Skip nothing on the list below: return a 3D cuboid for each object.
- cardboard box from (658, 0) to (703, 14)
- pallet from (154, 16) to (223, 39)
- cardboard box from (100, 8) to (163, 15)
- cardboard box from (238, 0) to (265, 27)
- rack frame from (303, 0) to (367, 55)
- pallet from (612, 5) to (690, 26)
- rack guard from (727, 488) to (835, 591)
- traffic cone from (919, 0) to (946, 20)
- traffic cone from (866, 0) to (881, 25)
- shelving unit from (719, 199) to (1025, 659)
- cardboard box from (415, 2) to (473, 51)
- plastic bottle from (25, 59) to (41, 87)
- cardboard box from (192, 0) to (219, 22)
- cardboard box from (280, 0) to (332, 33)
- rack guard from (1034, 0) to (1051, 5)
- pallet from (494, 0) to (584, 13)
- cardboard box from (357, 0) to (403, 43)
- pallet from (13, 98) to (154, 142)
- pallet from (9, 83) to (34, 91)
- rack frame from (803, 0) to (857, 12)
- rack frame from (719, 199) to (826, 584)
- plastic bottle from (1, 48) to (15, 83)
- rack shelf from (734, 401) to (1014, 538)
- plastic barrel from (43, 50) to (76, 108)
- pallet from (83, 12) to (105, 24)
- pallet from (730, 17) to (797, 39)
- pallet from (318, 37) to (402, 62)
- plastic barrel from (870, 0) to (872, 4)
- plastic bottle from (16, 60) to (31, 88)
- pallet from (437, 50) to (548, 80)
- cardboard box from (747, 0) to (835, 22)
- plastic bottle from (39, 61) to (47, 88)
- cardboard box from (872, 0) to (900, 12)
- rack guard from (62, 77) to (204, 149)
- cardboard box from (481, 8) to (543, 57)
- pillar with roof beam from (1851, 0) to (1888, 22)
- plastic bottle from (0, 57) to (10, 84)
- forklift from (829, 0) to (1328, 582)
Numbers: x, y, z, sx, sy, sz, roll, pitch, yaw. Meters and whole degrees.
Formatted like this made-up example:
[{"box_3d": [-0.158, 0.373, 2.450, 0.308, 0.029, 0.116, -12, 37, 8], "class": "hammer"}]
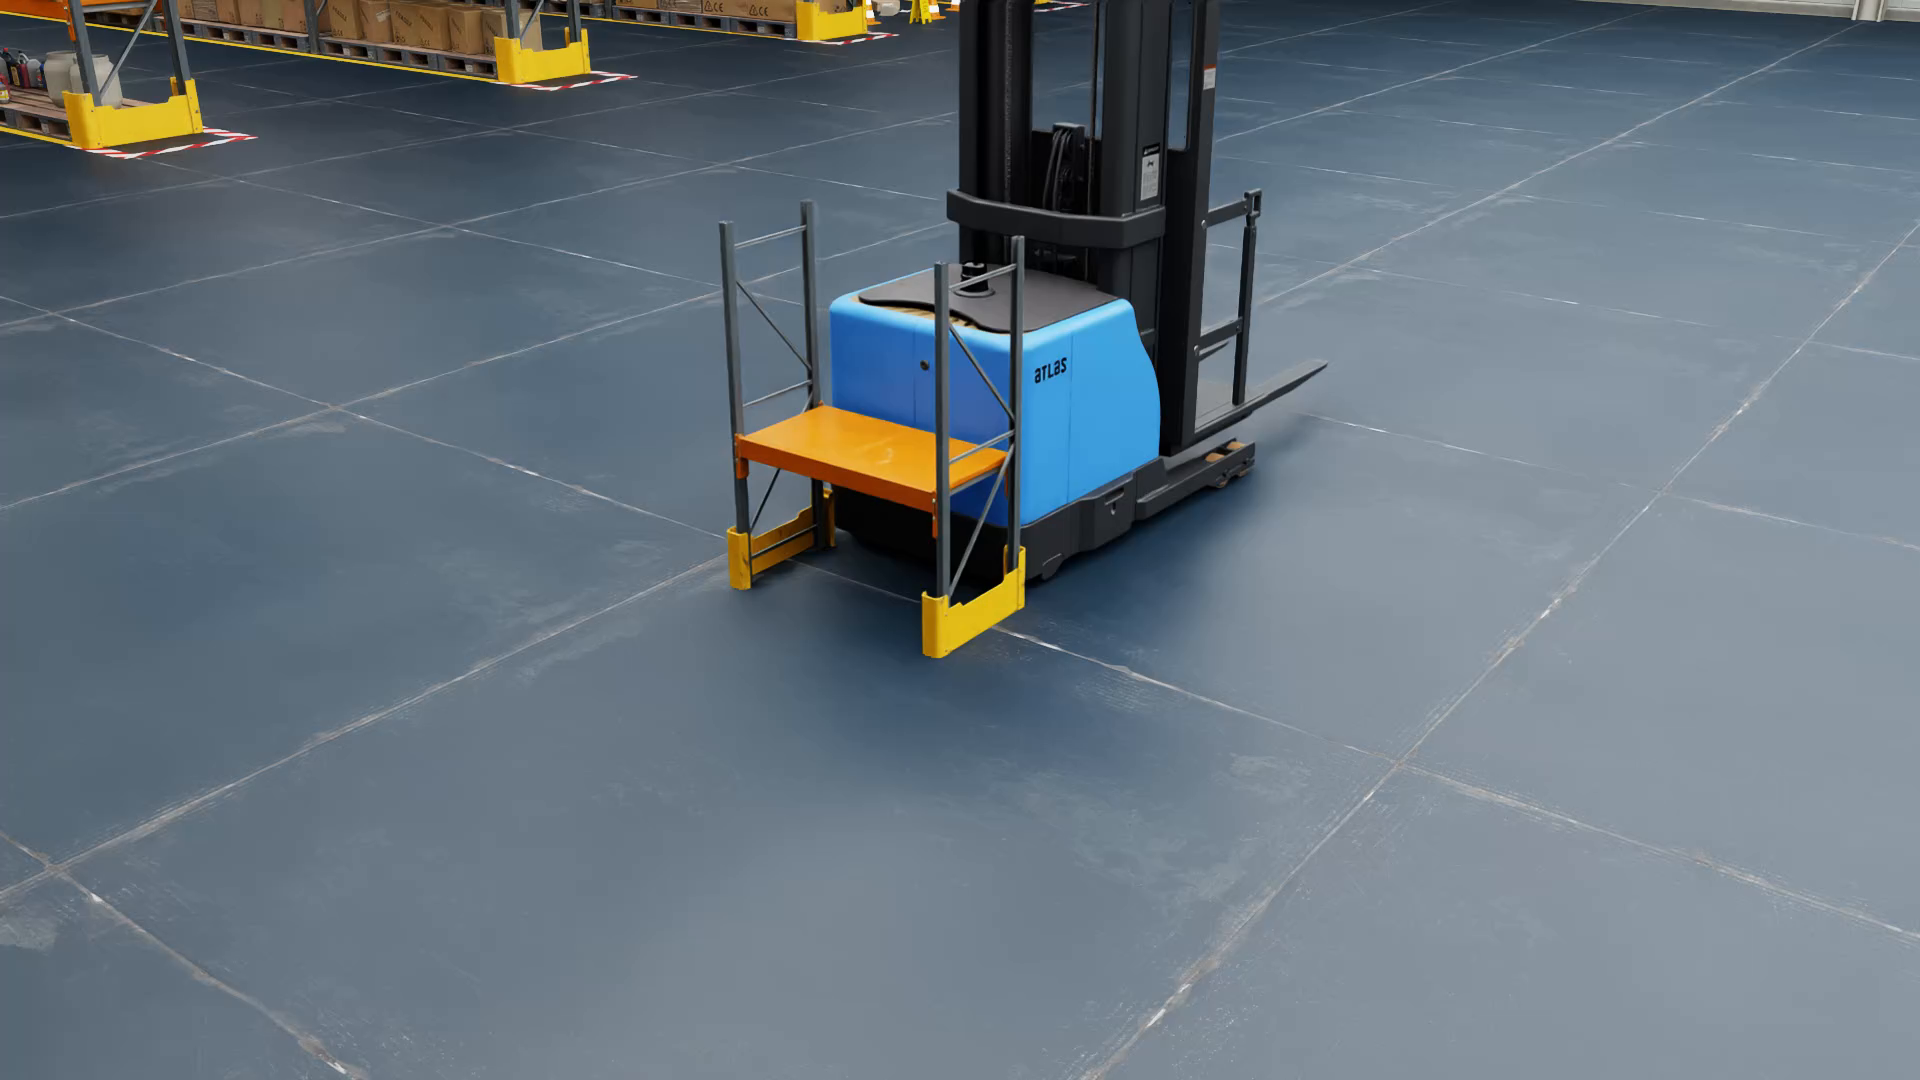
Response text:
[{"box_3d": [-3.811, -8.212, 24.282, 0.875, 0.875, 0.875, 17, 29, 34], "class": "cardboard box"}, {"box_3d": [-10.628, -7.309, 23.577, 1.213, 0.211, 1.003, 17, 29, 33], "class": "pallet"}, {"box_3d": [-11.792, -8.168, 24.183, 0.875, 0.875, 1.225, 15, 28, 31], "class": "cardboard box"}, {"box_3d": [-9.348, -7.277, 22.600, 0.500, 0.500, 0.700, 14, 27, 29], "class": "cardboard box"}, {"box_3d": [-8.052, -7.807, 21.250, 0.127, 3.000, 1.000, 17, 29, 33], "class": "rack frame"}, {"box_3d": [-4.435, -7.898, 24.914, 1.213, 0.211, 1.003, 17, 29, 33], "class": "pallet"}, {"box_3d": [-0.741, -0.008, 6.959, 0.087, 0.250, 0.587, 17, 29, 33], "class": "rack guard"}, {"box_3d": [-0.419, -8.124, 25.115, 0.334, 0.463, 0.336, 17, 29, 33], "class": "traffic cone"}, {"box_3d": [-1.369, -7.842, 24.474, 0.334, 0.463, 0.336, 17, 29, 33], "class": "traffic cone"}, {"box_3d": [-0.342, -0.460, 6.435, 1.083, 1.500, 0.587, 17, 29, 33], "class": "shelving unit"}, {"box_3d": [-6.329, -6.336, 20.489, 0.500, 0.500, 0.500, 20, 31, 38], "class": "cardboard box"}, {"box_3d": [-9.794, -4.937, 17.566, 0.135, 0.276, 0.152, 17, 29, 34], "class": "plastic bottle"}, {"box_3d": [-10.253, -7.547, 23.212, 0.500, 0.500, 0.700, 14, 27, 29], "class": "cardboard box"}, {"box_3d": [-8.530, -7.020, 22.018, 0.500, 0.500, 0.700, 14, 28, 29], "class": "cardboard box"}, {"box_3d": [1.032, -8.912, 26.857, 0.348, 0.500, 1.175, 17, 29, 33], "class": "rack guard"}, {"box_3d": [-6.639, -8.564, 26.426, 1.213, 0.211, 1.003, 17, 29, 33], "class": "pallet"}, {"box_3d": [-7.293, -6.610, 21.111, 0.500, 0.500, 0.500, -16, 28, -31], "class": "cardboard box"}, {"box_3d": [-8.557, -4.168, 16.447, 1.213, 0.211, 1.003, 17, 29, 33], "class": "pallet"}, {"box_3d": [-10.510, -4.758, 17.786, 1.213, 0.211, 1.003, 17, 29, 33], "class": "pallet"}, {"box_3d": [-1.795, -8.416, 22.631, 0.127, 3.000, 1.000, 17, 29, 33], "class": "rack frame"}, {"box_3d": [-0.742, -0.581, 6.708, 0.032, 1.500, 0.500, 17, 29, 33], "class": "rack frame"}, {"box_3d": [-10.180, -5.089, 17.821, 0.185, 0.351, 0.144, 15, 28, 31], "class": "plastic bottle"}, {"box_3d": [-0.334, -0.294, 6.503, 1.000, 0.185, 0.538, 17, 29, 33], "class": "rack shelf"}, {"box_3d": [-8.795, -4.552, 16.425, 0.421, 0.512, 0.421, 0, 24, 0], "class": "plastic barrel"}, {"box_3d": [-12.810, -8.009, 25.165, 1.213, 0.211, 1.003, 17, 29, 33], "class": "pallet"}, {"box_3d": [-2.482, -7.308, 23.575, 1.213, 0.211, 1.003, 17, 29, 33], "class": "pallet"}, {"box_3d": [-7.493, -6.380, 21.469, 1.213, 0.211, 1.003, 17, 29, 33], "class": "pallet"}, {"box_3d": [-1.468, -8.870, 26.856, 0.512, 0.421, 0.421, -5, 24, -12], "class": "plastic barrel"}, {"box_3d": [-9.858, -4.905, 17.486, 0.133, 0.283, 0.061, 17, 29, 33], "class": "plastic bottle"}, {"box_3d": [-5.541, -5.790, 20.130, 1.213, 0.211, 1.003, 17, 29, 33], "class": "pallet"}, {"box_3d": [-2.378, -7.779, 23.298, 0.875, 0.875, 0.875, 17, 29, 34], "class": "cardboard box"}, {"box_3d": [-9.602, -4.890, 17.466, 0.097, 0.271, 0.097, 0, 24, 0], "class": "plastic bottle"}, {"box_3d": [-1.167, -8.398, 26.126, 0.380, 0.149, 0.250, -10, 26, -21], "class": "cardboard box"}, {"box_3d": [-7.910, -4.102, 15.939, 0.348, 0.500, 1.175, 17, 29, 33], "class": "rack guard"}, {"box_3d": [-5.341, -6.045, 19.829, 0.500, 0.500, 0.500, -20, 31, -38], "class": "cardboard box"}, {"box_3d": [11.070, -10.554, 20.042, 0.400, 9.000, 9.100, 17, 29, 33], "class": "pillar with roof beam"}, {"box_3d": [-10.249, -5.001, 17.713, 0.135, 0.276, 0.152, 17, 29, 33], "class": "plastic bottle"}, {"box_3d": [0.756, -1.694, 7.459, 1.130, 2.935, 3.031, 18, 29, 35], "class": "forklift"}]
